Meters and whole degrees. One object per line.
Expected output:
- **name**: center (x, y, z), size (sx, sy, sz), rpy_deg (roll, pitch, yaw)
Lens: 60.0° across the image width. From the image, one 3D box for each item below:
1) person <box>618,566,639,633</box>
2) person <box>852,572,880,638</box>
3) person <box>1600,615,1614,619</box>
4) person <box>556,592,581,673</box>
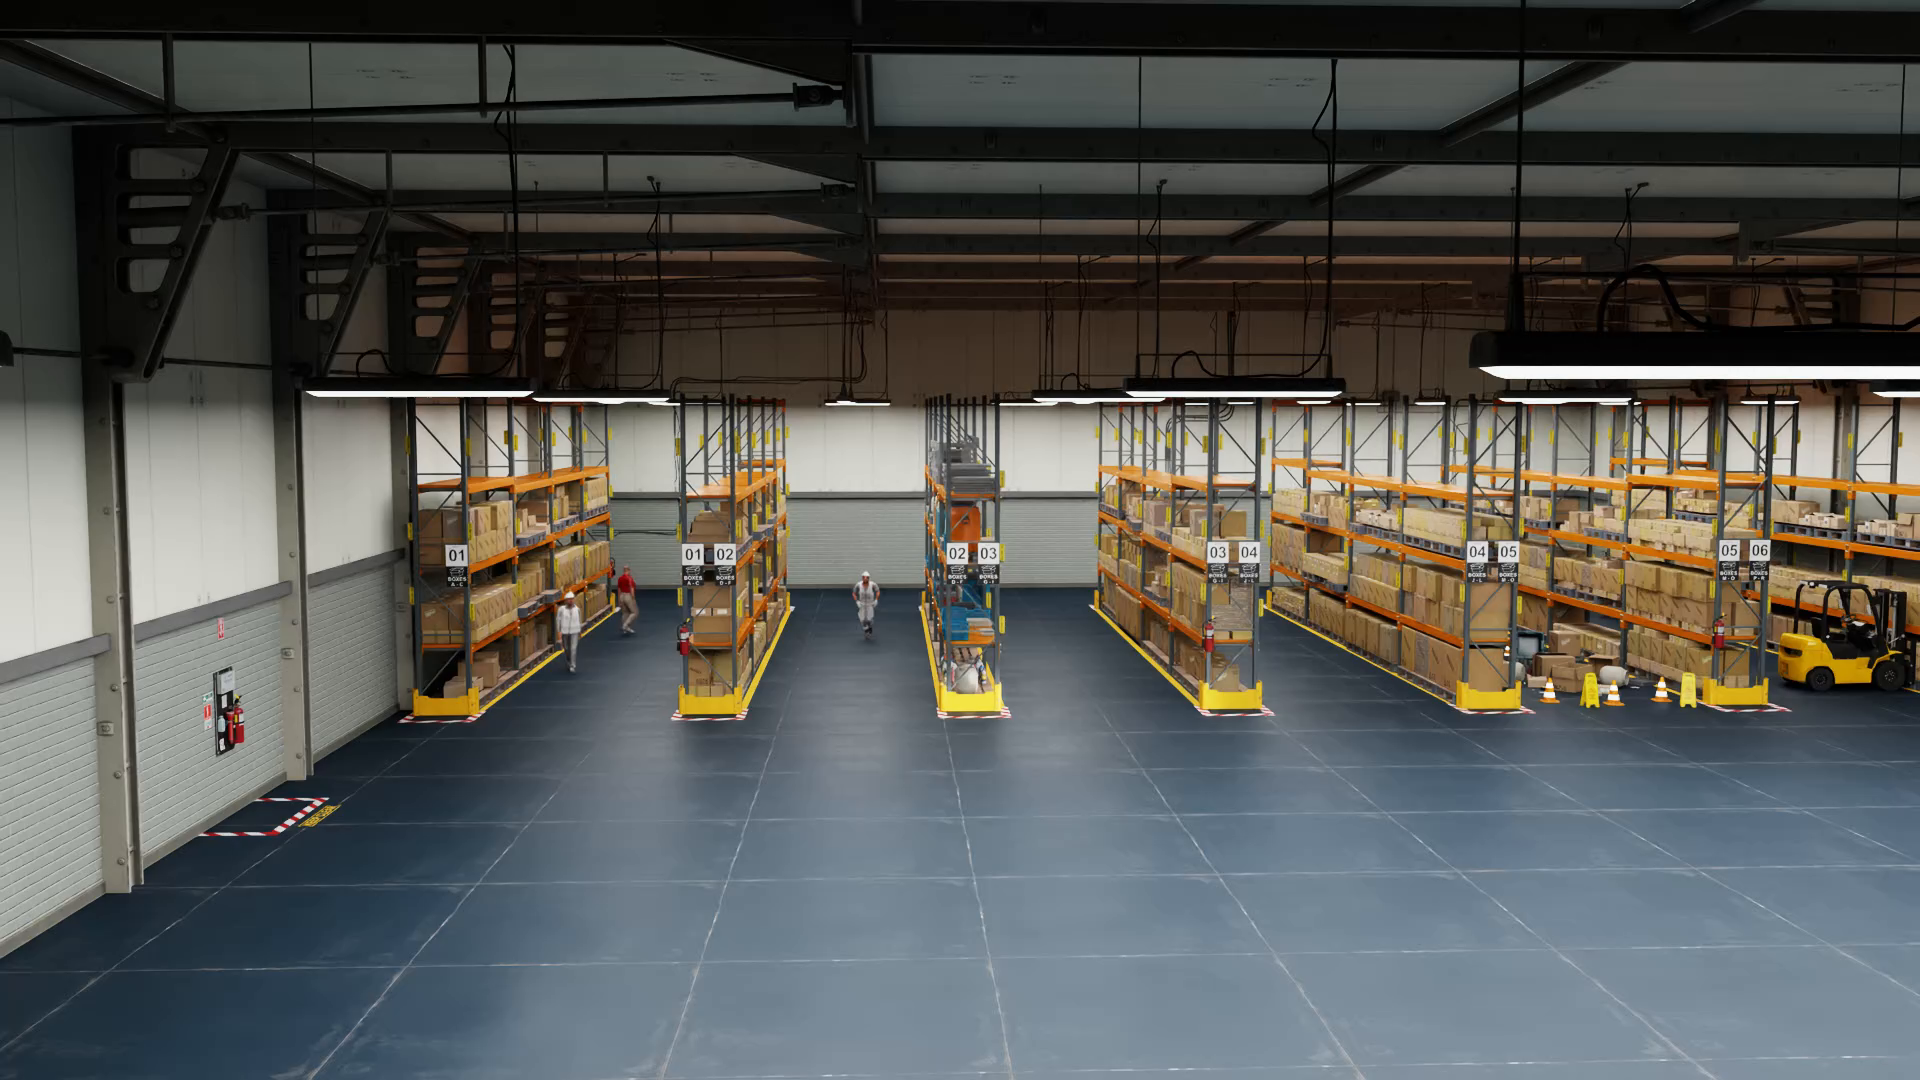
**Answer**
- **person**: center (-8.490, 1.525, 42.291), size (0.573, 1.726, 0.516), rpy_deg (4, 6, 38)
- **person**: center (-2.334, 1.616, 41.406), size (0.673, 1.687, 0.630), rpy_deg (0, 5, 5)
- **person**: center (17.647, 1.327, 45.397), size (0.403, 1.662, 0.528), rpy_deg (4, 6, 42)
- **person**: center (-8.528, 1.997, 36.218), size (0.509, 1.720, 1.084), rpy_deg (0, 5, -6)
